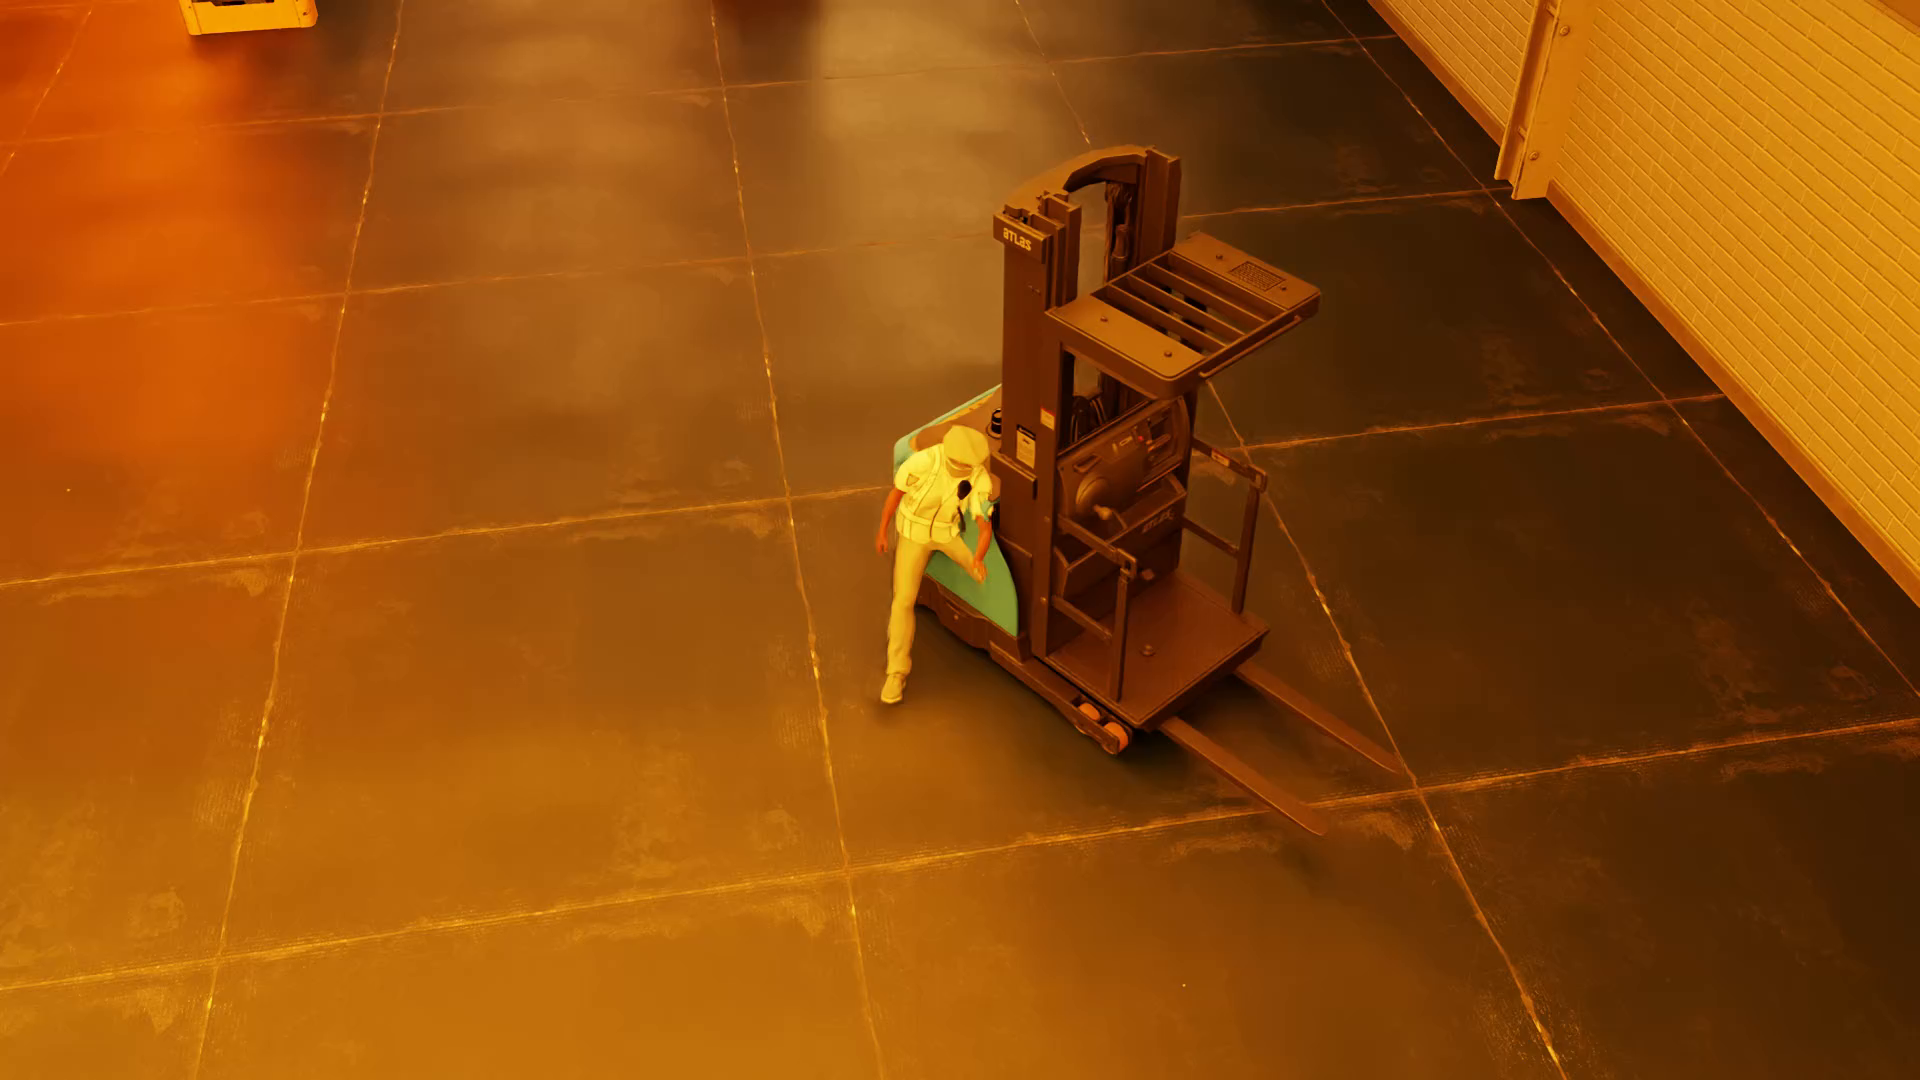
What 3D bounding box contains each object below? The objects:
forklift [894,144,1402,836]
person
[{"bbox_3d":[0.989,-0.356,8.376,1.130,2.935,3.031,-31,49,-31],"label":"forklift"},{"bbox_3d":[0.006,0.094,8.912,0.940,1.413,1.014,0,40,0],"label":"person"}]
